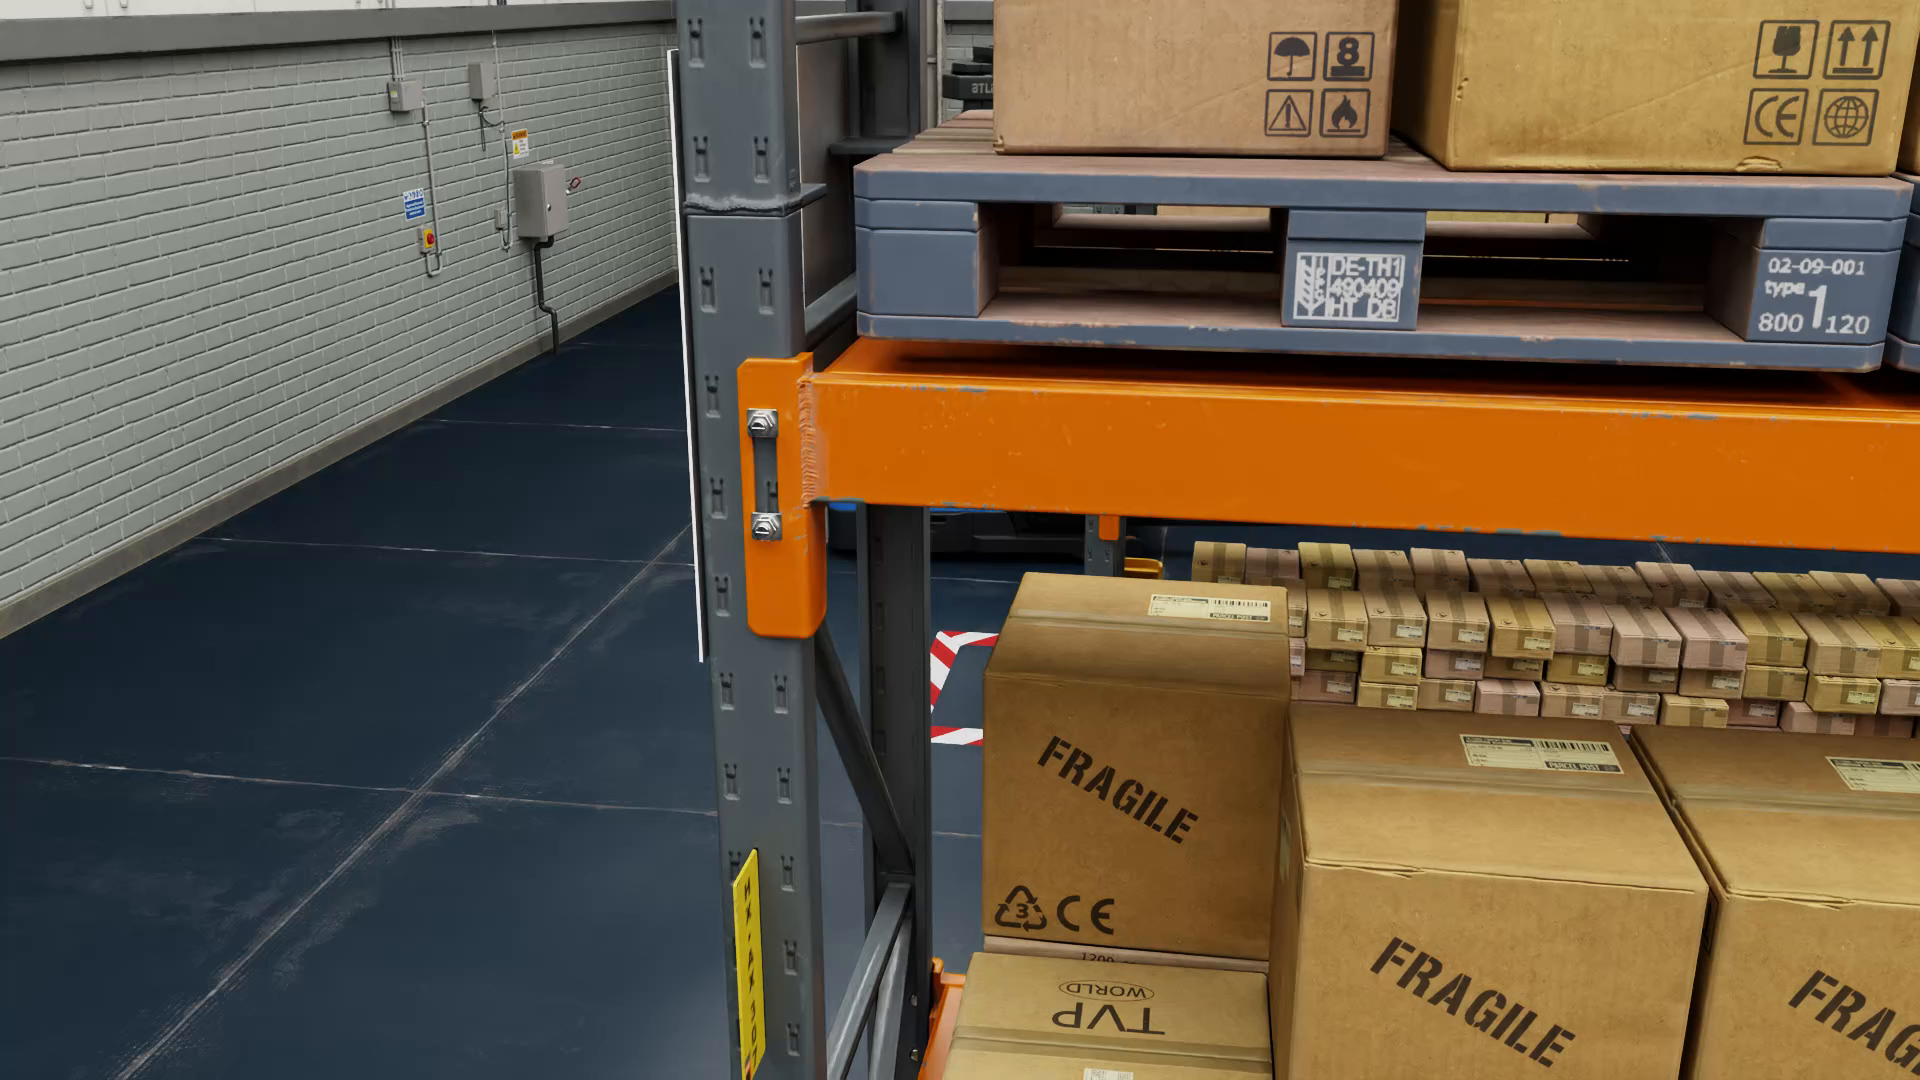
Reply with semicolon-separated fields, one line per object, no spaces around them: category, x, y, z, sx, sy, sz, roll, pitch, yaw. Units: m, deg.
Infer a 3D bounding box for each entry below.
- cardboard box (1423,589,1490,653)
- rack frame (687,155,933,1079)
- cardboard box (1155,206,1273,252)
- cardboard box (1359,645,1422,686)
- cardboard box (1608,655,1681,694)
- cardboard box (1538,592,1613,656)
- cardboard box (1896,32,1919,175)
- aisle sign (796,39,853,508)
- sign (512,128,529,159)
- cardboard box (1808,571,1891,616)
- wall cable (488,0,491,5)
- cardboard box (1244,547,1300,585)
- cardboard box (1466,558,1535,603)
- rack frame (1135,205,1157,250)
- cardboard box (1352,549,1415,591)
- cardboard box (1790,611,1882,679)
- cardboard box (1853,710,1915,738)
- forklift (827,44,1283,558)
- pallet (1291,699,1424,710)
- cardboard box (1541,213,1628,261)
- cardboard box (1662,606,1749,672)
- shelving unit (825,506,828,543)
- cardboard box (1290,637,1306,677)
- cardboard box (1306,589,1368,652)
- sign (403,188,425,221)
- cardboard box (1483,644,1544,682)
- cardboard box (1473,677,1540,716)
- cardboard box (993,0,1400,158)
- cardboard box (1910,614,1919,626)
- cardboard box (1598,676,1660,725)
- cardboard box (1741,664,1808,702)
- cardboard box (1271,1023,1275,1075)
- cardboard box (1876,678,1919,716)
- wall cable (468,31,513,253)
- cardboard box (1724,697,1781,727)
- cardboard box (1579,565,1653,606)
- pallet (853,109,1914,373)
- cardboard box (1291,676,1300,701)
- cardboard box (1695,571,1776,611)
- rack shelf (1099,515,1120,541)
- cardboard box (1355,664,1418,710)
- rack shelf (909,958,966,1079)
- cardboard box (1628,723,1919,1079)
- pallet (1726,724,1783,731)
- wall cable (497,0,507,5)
cardboard box;2.203;0.358;7.399;0.250;0.149;0.380;4;19;11
rack frame;-0.197;0.871;2.973;0.127;3.000;1.000;3;19;9
cardboard box;1.091;-1.235;7.064;0.500;0.500;0.500;3;19;8
cardboard box;1.919;0.504;7.433;0.250;0.149;0.380;4;19;10
cardboard box;2.993;0.531;7.350;0.250;0.149;0.380;2;19;6
cardboard box;2.719;0.368;7.368;0.250;0.149;0.380;3;19;9
cardboard box;1.379;-0.759;2.140;0.500;0.500;0.700;2;19;5
aisle sign;-0.221;-0.459;2.852;0.004;0.787;0.394;3;19;9
sign;-3.932;-3.546;14.871;0.001;0.242;0.339;3;19;9
cardboard box;4.069;0.280;7.634;0.250;0.149;0.380;4;19;11
wall cable;-4.164;-5.512;12.595;0.029;3.000;2.355;3;19;9
cardboard box;1.491;0.171;7.959;0.250;0.149;0.380;3;19;10
cardboard box;2.529;0.221;7.809;0.250;0.149;0.380;2;19;7
rack frame;1.375;-2.234;12.251;0.127;3.000;1.000;3;19;9
cardboard box;2.013;0.177;7.940;0.250;0.149;0.380;2;19;6
cardboard box;3.741;0.447;7.133;0.250;0.149;0.380;3;19;8
cardboard box;3.954;0.724;7.243;0.250;0.149;0.380;3;19;10
forklift;0.732;-1.420;9.927;3.031;2.935;1.130;0;19;1
pallet;1.561;0.700;7.877;1.213;0.211;1.003;3;19;9
cardboard box;2.603;-1.154;6.821;0.500;0.500;0.500;2;19;7
cardboard box;3.215;0.425;7.199;0.250;0.149;0.380;2;19;6
shelving unit;-1.065;-0.590;10.159;0.503;1.200;0.258;0;18;3
cardboard box;1.427;0.472;7.527;0.250;0.149;0.380;3;19;8
cardboard box;1.673;0.355;7.409;0.250;0.149;0.380;3;19;9
sign;-4.264;-2.626;12.999;0.001;0.218;0.327;3;19;9
cardboard box;2.471;0.488;7.480;0.250;0.149;0.380;4;19;11
cardboard box;2.408;0.670;7.406;0.250;0.149;0.380;2;19;6
cardboard box;0.325;-0.836;2.370;0.500;0.500;0.700;2;19;5
cardboard box;4.246;0.458;7.101;0.250;0.149;0.380;3;19;10
cardboard box;2.929;0.677;7.383;0.250;0.149;0.380;3;19;10
cardboard box;3.509;0.558;7.270;0.250;0.149;0.380;3;19;9
cardboard box;0.824;0.768;3.048;0.500;0.250;0.500;3;19;8
cardboard box;4.008;0.609;7.117;0.250;0.149;0.380;2;19;6
wall cable;-3.983;-3.437;14.246;0.122;1.984;0.588;3;19;9
cardboard box;3.442;0.680;7.376;0.250;0.149;0.380;2;19;7
cardboard box;3.030;0.250;7.722;0.250;0.149;0.380;2;19;6
pallet;0.537;-0.475;2.409;1.213;0.211;1.003;3;19;9
cardboard box;1.427;0.589;7.646;0.250;0.149;0.380;3;19;8
cardboard box;3.550;0.276;7.644;0.250;0.149;0.380;2;19;7
rack shelf;2.664;-0.236;7.415;4.000;0.370;1.077;3;19;9
cardboard box;1.909;0.647;7.474;0.250;0.149;0.380;3;19;9
rack shelf;1.778;1.313;2.786;4.000;0.370;1.077;3;19;9
cardboard box;1.240;0.604;2.358;0.500;0.500;0.500;2;19;7
pallet;3.970;0.823;7.510;1.213;0.211;1.003;3;19;9
wall cable;-3.685;-6.401;15.192;0.133;3.039;2.988;3;19;9
